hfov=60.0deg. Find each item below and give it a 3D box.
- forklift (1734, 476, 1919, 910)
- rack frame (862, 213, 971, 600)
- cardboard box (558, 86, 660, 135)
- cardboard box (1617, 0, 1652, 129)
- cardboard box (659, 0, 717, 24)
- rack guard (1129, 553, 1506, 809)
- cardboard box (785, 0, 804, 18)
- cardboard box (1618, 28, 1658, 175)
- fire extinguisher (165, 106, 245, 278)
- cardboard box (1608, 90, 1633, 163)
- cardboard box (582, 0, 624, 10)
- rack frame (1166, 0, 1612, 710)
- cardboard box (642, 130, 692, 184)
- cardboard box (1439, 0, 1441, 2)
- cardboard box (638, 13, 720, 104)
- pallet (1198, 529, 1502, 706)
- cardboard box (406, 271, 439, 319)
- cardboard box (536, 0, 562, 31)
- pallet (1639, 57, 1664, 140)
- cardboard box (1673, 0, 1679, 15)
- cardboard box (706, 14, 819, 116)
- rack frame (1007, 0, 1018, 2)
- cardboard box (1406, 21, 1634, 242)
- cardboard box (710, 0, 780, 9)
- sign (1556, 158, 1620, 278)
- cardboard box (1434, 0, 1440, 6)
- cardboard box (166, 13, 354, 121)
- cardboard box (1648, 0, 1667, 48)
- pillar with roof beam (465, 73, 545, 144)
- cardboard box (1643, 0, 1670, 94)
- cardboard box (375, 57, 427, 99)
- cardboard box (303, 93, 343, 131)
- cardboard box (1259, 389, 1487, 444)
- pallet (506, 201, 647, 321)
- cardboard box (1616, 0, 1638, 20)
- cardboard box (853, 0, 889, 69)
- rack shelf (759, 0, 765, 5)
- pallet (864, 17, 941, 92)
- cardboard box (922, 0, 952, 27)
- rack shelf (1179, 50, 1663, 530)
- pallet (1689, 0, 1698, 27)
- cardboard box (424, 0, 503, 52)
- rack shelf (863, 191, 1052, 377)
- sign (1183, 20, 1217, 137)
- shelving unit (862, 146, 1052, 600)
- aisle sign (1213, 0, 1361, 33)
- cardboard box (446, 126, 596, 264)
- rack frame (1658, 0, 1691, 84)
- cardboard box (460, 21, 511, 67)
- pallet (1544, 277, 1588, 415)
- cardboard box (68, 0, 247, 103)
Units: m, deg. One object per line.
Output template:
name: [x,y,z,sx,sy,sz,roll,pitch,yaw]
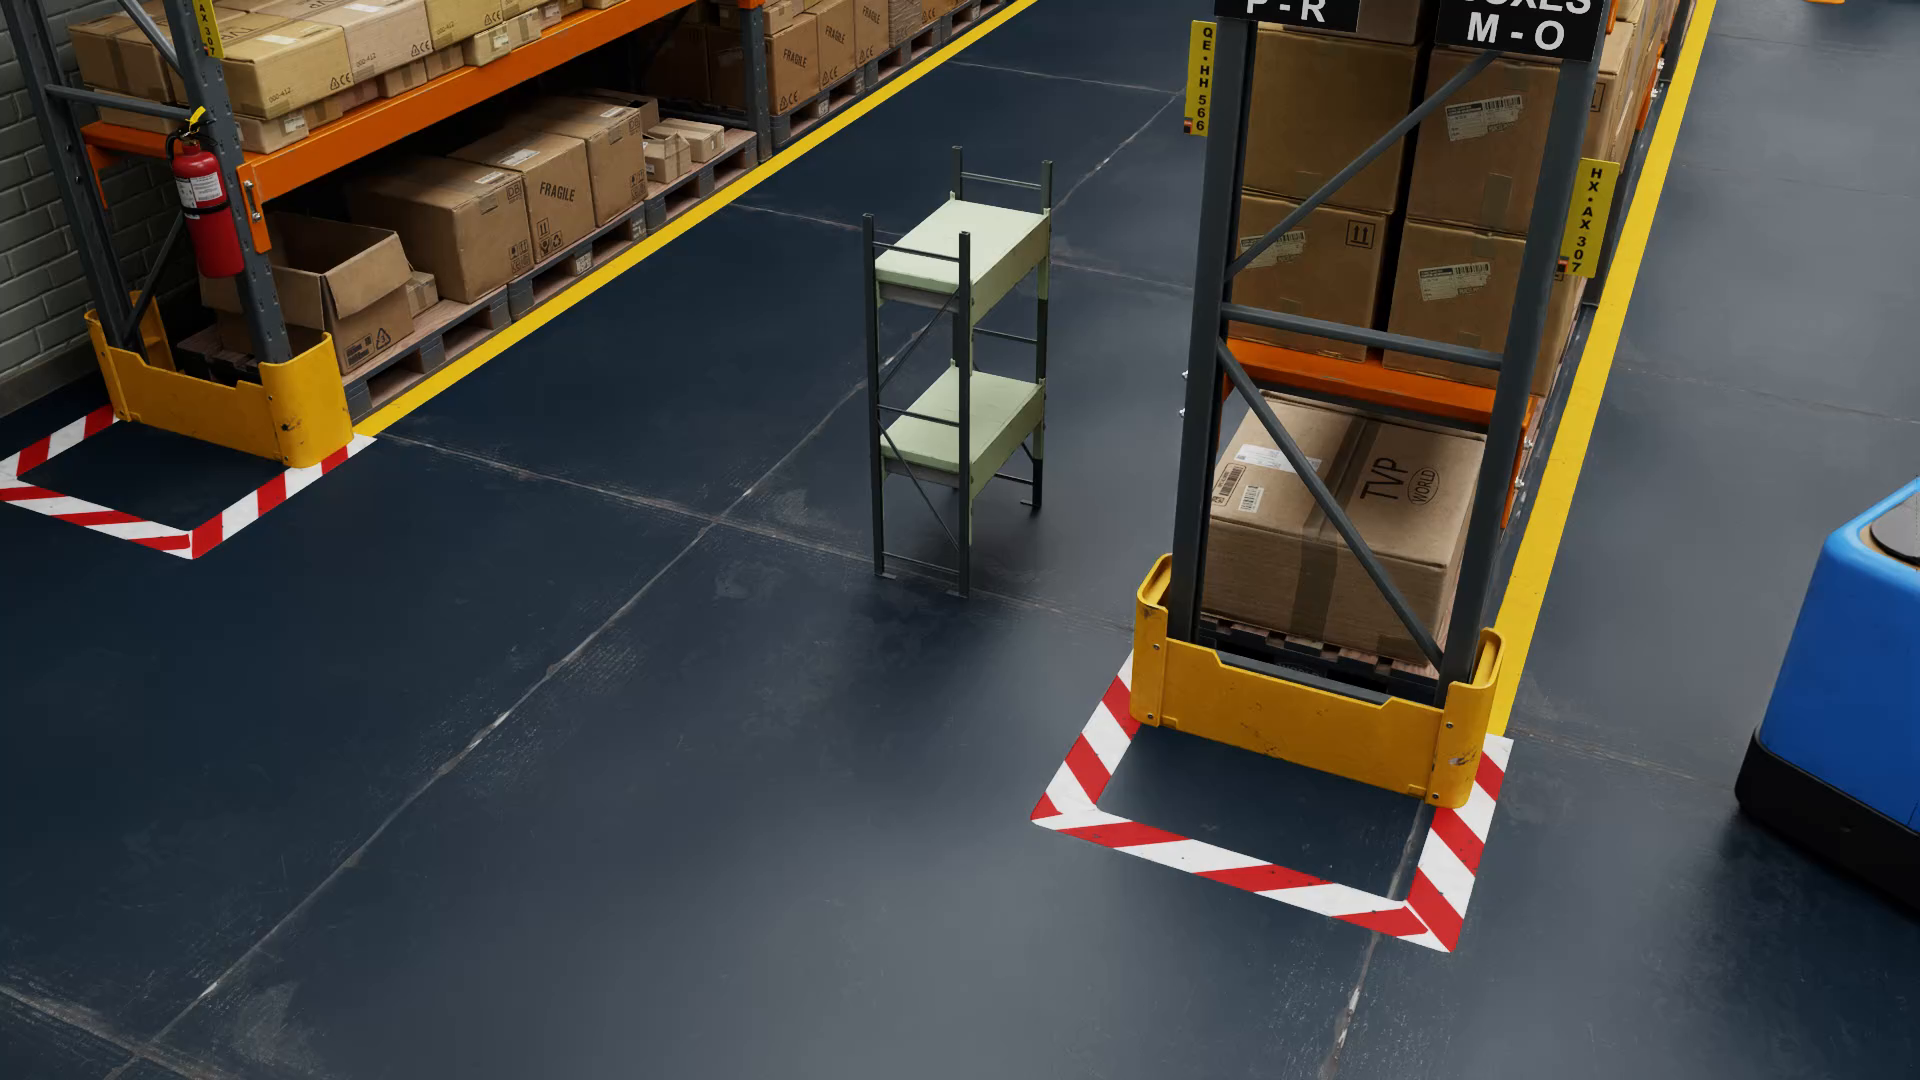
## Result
forklift: [3.972,-0.627,5.033,3.031,2.935,1.130,-23,40,-31]
rack frame: [-0.150,-0.448,6.066,0.400,1.500,0.023,14,36,20]
cardboard box: [-2.143,-2.503,9.901,0.500,0.311,0.500,15,36,22]
cardboard box: [2.062,-1.748,5.678,0.500,0.500,0.500,14,36,20]
cardboard box: [-1.760,-3.378,10.471,0.380,0.149,0.250,13,35,19]
rack guard: [1.174,0.460,5.593,1.175,0.500,0.348,14,36,20]
cardboard box: [-1.215,-3.402,10.507,0.380,0.149,0.250,13,35,19]
cardboard box: [2.489,-1.831,6.715,0.500,0.500,0.500,14,36,20]
fire extinguisher: [-2.967,-1.367,6.510,0.296,0.674,0.183,14,36,20]
cardboard box: [2.061,-1.320,5.937,0.500,0.500,0.500,14,36,20]
cardboard box: [-1.948,-2.877,8.631,0.380,0.149,0.250,14,36,20]
rack frame: [1.184,-0.598,4.926,1.000,3.000,0.127,14,36,20]
cardboard box: [-1.768,-2.236,9.535,0.396,0.266,0.258,15,36,22]
cardboard box: [1.362,-1.619,5.481,0.500,0.500,0.500,14,36,21]
cardboard box: [-1.715,-3.169,10.745,0.500,0.500,0.500,14,36,20]
pallet: [1.448,0.152,6.325,1.003,0.211,1.213,14,36,20]
cardboard box: [-2.771,-1.204,8.067,0.380,0.149,0.250,13,35,19]
cardboard box: [-2.218,-2.640,8.271,0.380,0.149,0.250,14,36,20]
pallet: [4.133,-3.041,11.195,1.003,0.211,1.213,14,36,20]
cardboard box: [3.497,-2.944,8.641,0.500,0.250,0.500,13,36,19]
cardboard box: [-1.245,-3.046,10.557,0.500,0.500,0.500,16,36,23]
rack frame: [0.021,-5.719,12.736,1.000,3.000,0.127,14,36,20]
cardboard box: [1.644,-1.231,4.889,0.500,0.500,0.500,13,36,19]
cardboard box: [-1.315,-3.384,10.209,0.380,0.149,0.250,14,36,20]
sign: [1.686,-0.863,4.468,0.100,0.325,0.005,14,36,20]
cardboard box: [1.237,-1.686,4.990,0.380,0.149,0.250,15,36,21]
cardboard box: [-2.891,-1.960,6.870,0.500,0.250,0.500,14,36,21]
cardboard box: [2.487,-2.245,6.435,0.500,0.500,0.500,15,36,21]
pillar with roof beam: [1.148,-5.108,6.333,9.100,9.000,0.400,14,36,20]
cardboard box: [2.896,-2.342,7.495,0.500,0.500,0.500,15,36,21]
cardboard box: [-2.635,-2.118,7.474,0.380,0.149,0.250,15,36,22]
cardboard box: [-2.874,-1.868,7.092,0.380,0.149,0.250,15,36,22]
cardboard box: [1.745,-0.511,6.748,0.875,0.438,0.875,15,36,22]
pallet: [-2.449,-1.609,9.011,1.003,0.211,1.213,14,36,20]
cardboard box: [1.842,-1.692,5.001,0.380,0.149,0.250,15,36,22]
cardboard box: [-0.819,-3.561,11.342,0.500,0.500,0.500,13,35,19]
rack shelf: [-0.815,-4.422,11.414,1.077,0.370,4.000,14,36,20]
pallet: [-0.837,-3.584,12.024,1.003,0.211,1.213,14,36,20]
cardboard box: [-0.396,-4.081,12.135,0.500,0.500,0.500,16,36,23]
rack shelf: [2.021,-1.293,6.642,1.077,0.370,4.000,14,36,20]
pallet: [5.371,-4.410,13.283,1.003,0.211,1.213,14,36,20]
cardboard box: [-2.471,-2.465,7.639,0.500,0.250,0.500,13,36,20]
rack shelf: [0.003,-0.957,6.130,0.431,0.370,0.720,14,36,20]
sign: [0.697,-1.312,4.744,0.100,0.325,0.005,14,36,20]
shelving unit: [0.003,-0.631,6.344,0.431,1.500,0.755,14,36,20]
aisle sign: [0.873,-1.720,4.267,0.394,0.787,0.004,14,36,20]
cardboard box: [-2.279,-1.805,8.664,0.500,0.500,0.500,15,36,21]
rack frame: [4.531,-4.582,11.002,1.000,3.000,0.127,14,36,20]
cardboard box: [-2.355,-2.360,7.843,0.380,0.149,0.250,13,35,19]
pallet: [2.469,-1.063,8.179,1.003,0.211,1.213,14,36,20]
cardboard box: [-3.374,-2.086,7.062,0.500,0.250,0.500,15,36,22]
